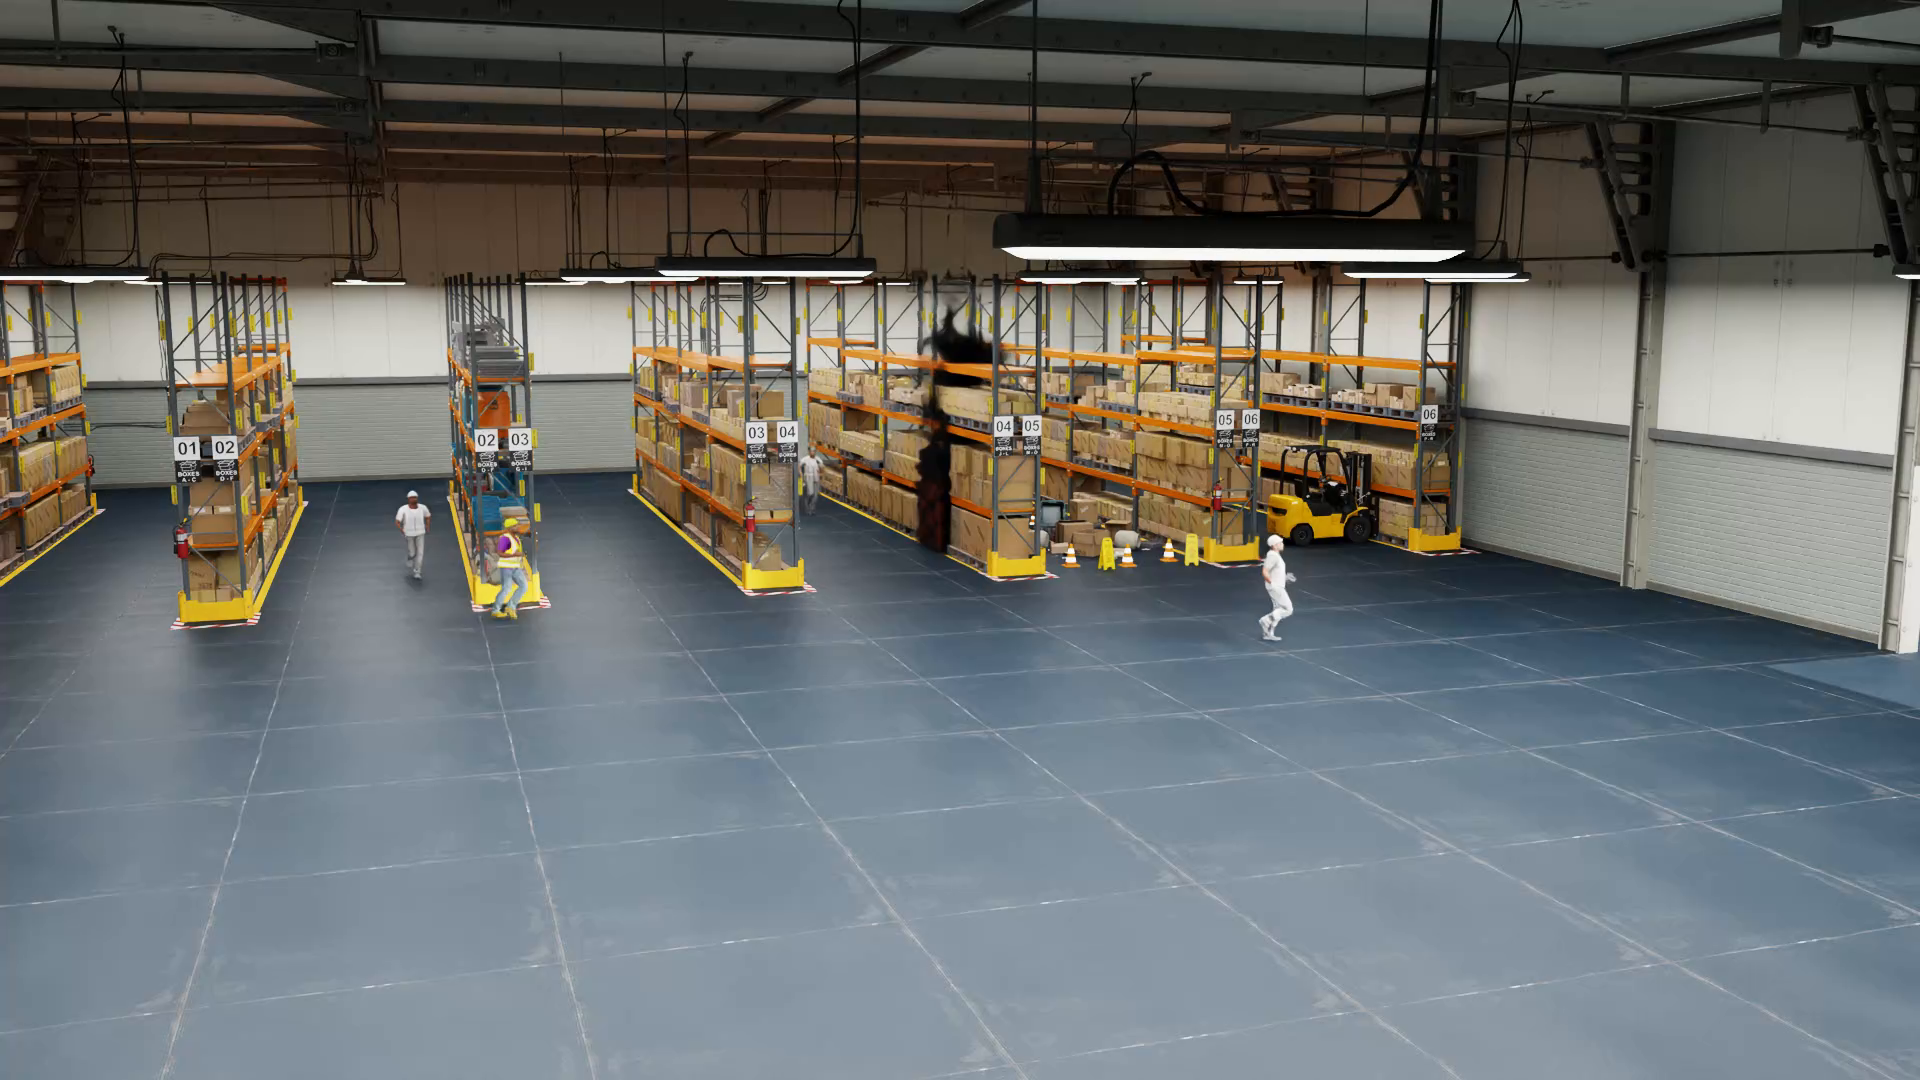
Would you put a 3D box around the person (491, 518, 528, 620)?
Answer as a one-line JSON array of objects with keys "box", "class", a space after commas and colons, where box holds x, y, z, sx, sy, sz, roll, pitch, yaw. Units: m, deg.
[{"box": [-7.807, 0.512, 29.000, 0.698, 1.787, 0.698, 3, 9, 17], "class": "person"}]

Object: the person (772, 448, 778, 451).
[{"box": [-5.058, -2.055, 46.208, 0.661, 1.689, 0.653, -2, 9, -15], "class": "person"}]

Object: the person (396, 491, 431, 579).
[{"box": [-10.857, -0.114, 33.124, 0.700, 1.739, 0.801, -4, 10, -27], "class": "person"}]

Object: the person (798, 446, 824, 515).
[{"box": [-3.747, -1.516, 42.256, 0.637, 1.775, 0.685, -3, 9, -21], "class": "person"}]

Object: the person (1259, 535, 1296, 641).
[{"box": [5.183, 0.785, 27.125, 0.587, 1.742, 0.653, 2, 9, 11], "class": "person"}]
